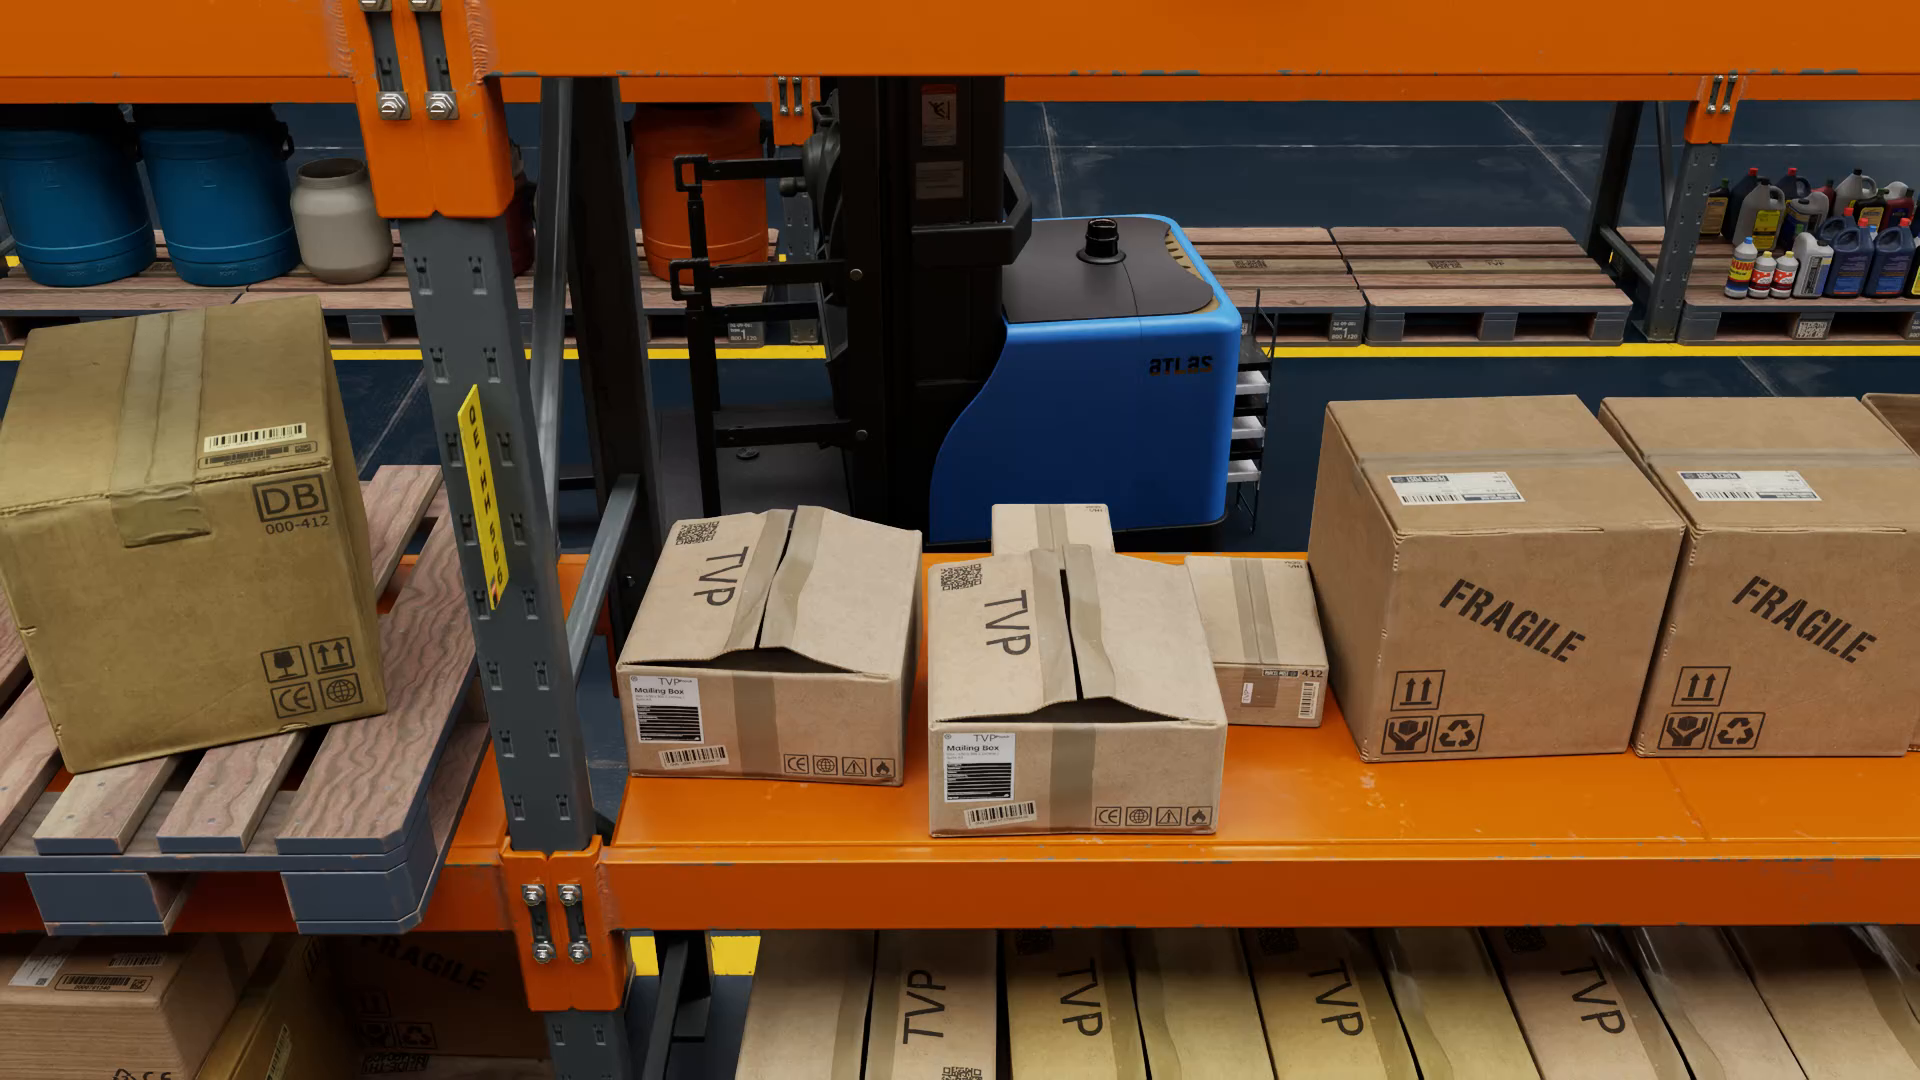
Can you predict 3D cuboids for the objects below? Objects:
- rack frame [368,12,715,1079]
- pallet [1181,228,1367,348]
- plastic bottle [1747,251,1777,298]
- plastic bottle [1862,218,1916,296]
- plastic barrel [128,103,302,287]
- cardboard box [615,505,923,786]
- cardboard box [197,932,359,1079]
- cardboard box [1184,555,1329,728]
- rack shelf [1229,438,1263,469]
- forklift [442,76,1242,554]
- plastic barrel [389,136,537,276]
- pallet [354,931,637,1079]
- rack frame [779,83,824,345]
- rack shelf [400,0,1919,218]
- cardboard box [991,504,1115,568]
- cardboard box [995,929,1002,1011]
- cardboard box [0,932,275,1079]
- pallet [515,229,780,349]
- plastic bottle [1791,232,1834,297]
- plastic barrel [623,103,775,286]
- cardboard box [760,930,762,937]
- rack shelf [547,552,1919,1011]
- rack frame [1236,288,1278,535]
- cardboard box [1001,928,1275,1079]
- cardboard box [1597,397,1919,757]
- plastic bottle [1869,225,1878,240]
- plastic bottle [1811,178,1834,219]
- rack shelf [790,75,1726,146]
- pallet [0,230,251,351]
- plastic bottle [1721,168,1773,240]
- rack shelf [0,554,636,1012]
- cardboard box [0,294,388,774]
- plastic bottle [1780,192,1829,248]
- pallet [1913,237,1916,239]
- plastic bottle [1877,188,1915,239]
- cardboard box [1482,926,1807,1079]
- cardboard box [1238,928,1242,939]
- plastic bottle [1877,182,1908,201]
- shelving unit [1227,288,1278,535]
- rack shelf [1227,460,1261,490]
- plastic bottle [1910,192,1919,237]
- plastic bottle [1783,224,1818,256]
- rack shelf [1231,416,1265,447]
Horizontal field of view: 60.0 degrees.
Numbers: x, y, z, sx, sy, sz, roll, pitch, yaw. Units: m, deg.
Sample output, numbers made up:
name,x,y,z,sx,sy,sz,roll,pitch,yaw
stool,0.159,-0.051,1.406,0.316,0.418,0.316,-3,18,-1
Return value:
name,x,y,z,sx,sy,sz,roll,pitch,yaw
rack frame,-0.703,0.120,3.161,0.127,3.000,1.000,0,31,0
pallet,1.263,-1.242,8.093,1.213,0.211,1.003,0,31,0
plastic bottle,3.694,-1.228,7.655,0.097,0.201,0.097,0,31,0
plastic bottle,4.269,-1.305,7.639,0.185,0.351,0.144,-1,31,-2
plastic barrel,-3.477,-1.714,7.802,0.708,0.901,0.600,0,31,0
cardboard box,-0.339,0.179,3.148,0.500,0.311,0.500,2,31,3
cardboard box,-1.637,1.125,3.489,0.500,0.500,0.500,1,31,2
cardboard box,0.572,0.194,3.281,0.250,0.149,0.380,2,31,3
rack shelf,0.994,-0.352,6.201,0.200,0.077,0.258,-4,31,-6
forklift,-0.620,-1.210,5.419,3.031,2.935,1.130,-4,31,-7
plastic barrel,-2.348,-1.584,7.889,0.708,0.588,0.600,0,31,0
pallet,-1.450,1.295,3.913,1.213,0.211,1.003,0,31,0
rack frame,-0.729,-2.449,7.395,0.127,3.000,1.000,0,31,0
rack shelf,1.297,-0.861,2.580,4.000,0.370,1.077,0,31,0
cardboard box,0.195,0.081,3.467,0.250,0.149,0.380,0,31,0
cardboard box,0.337,0.984,3.982,0.500,0.250,0.500,-1,31,-1
cardboard box,-1.693,0.807,3.291,0.500,0.250,0.500,1,31,2
pallet,-1.517,-1.233,8.079,1.213,0.211,1.003,0,31,0
plastic bottle,3.915,-1.274,7.660,0.135,0.276,0.152,1,31,2
plastic barrel,-1.218,-1.691,7.832,0.708,0.830,0.600,0,31,0
cardboard box,-0.181,0.747,3.833,0.500,0.311,0.500,1,31,1
rack shelf,1.297,0.421,3.358,4.000,0.370,1.077,0,31,0
rack frame,1.095,-0.465,6.148,0.006,0.900,0.240,-4,31,-6
cardboard box,0.348,1.021,3.381,0.500,0.311,0.500,-1,31,-2
cardboard box,1.501,0.062,3.160,0.500,0.500,0.500,0,31,0
plastic bottle,4.225,-1.334,7.763,0.097,0.271,0.097,0,31,0
plastic bottle,4.268,-1.663,8.294,0.133,0.283,0.061,2,31,3
rack shelf,1.271,-2.148,7.592,4.000,0.370,1.077,0,31,0
pallet,-3.957,-1.226,8.067,1.213,0.211,1.003,0,31,0
plastic bottle,3.913,-1.669,8.239,0.185,0.351,0.144,-1,31,-2
rack shelf,-2.703,0.434,3.337,4.000,0.370,1.077,0,31,0
cardboard box,-1.332,-0.042,2.926,0.500,0.500,0.700,-11,33,-17
plastic bottle,4.131,-1.561,8.133,0.135,0.276,0.152,0,31,0
pallet,5.166,-1.256,8.116,1.213,0.211,1.003,0,31,0
plastic bottle,4.592,-1.585,8.165,0.133,0.283,0.061,0,31,0
cardboard box,1.372,1.018,3.385,0.500,0.311,0.500,-1,31,-1
cardboard box,0.844,0.742,3.841,0.500,0.311,0.500,0,31,-1
plastic bottle,4.590,-1.637,8.258,0.135,0.276,0.152,0,31,1
shelving unit,0.994,-0.458,6.137,0.210,0.900,0.258,-4,31,-6
rack shelf,0.994,-0.275,6.247,0.200,0.077,0.258,-4,31,-6
plastic bottle,4.810,-1.650,8.284,0.097,0.271,0.097,0,31,0
plastic bottle,3.914,-1.333,7.750,0.133,0.283,0.061,0,31,0
rack shelf,0.994,-0.429,6.154,0.200,0.077,0.258,-4,31,-6
